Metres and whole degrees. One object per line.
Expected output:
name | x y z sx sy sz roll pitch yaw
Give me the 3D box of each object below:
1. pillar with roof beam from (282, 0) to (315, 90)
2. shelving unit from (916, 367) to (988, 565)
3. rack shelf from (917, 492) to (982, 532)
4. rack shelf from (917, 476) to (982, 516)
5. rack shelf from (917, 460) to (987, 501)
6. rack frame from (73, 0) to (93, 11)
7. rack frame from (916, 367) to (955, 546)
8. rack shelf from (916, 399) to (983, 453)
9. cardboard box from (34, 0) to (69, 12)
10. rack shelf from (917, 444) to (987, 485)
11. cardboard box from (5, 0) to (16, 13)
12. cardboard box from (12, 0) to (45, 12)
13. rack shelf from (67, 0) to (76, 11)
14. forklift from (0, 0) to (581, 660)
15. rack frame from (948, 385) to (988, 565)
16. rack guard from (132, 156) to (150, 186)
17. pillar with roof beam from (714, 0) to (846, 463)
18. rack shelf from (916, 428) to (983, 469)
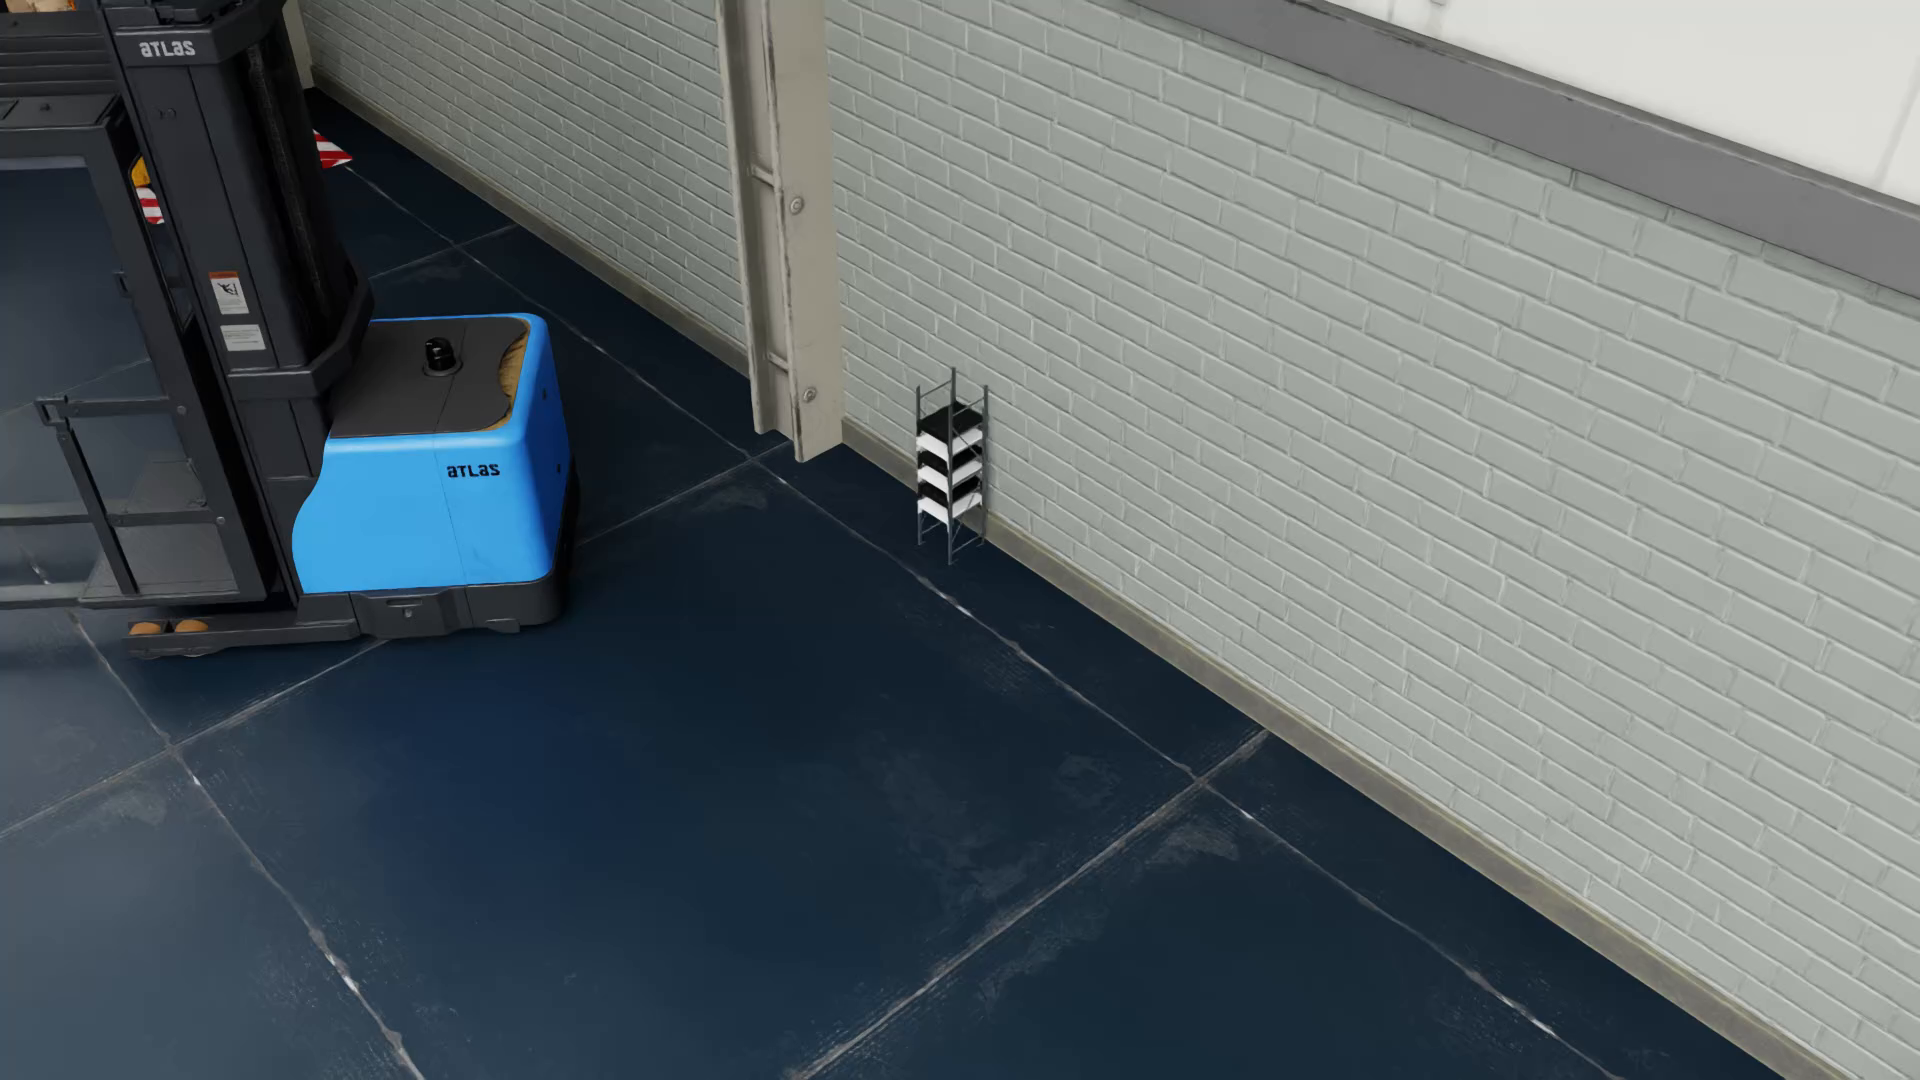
pillar with roof beam | -8.056 -4.995 6.980 9.100 9.000 0.400 -30 48 -32
shelving unit | -0.038 -0.331 7.650 0.210 0.900 0.258 32 49 33
rack shelf | -0.039 -0.165 7.784 0.200 0.077 0.258 32 49 33
rack shelf | -0.038 -0.235 7.727 0.200 0.077 0.258 32 49 33
rack shelf | -0.038 -0.305 7.671 0.200 0.077 0.258 32 49 33
rack frame | -5.078 -3.785 10.257 1.000 3.000 0.127 -30 48 -32
rack frame | -0.110 -0.376 7.706 0.006 0.900 0.240 32 49 33
rack shelf | -0.037 -0.515 7.502 0.200 0.077 0.258 32 49 33
cardboard box | -5.619 -3.348 10.775 0.500 0.250 0.500 -28 47 -30
rack shelf | -0.038 -0.375 7.615 0.200 0.077 0.258 32 49 33
cardboard box | -6.318 -3.811 11.348 0.500 0.250 0.500 -29 47 -31
cardboard box | -5.969 -3.582 11.064 0.500 0.250 0.500 -29 47 -31
rack shelf | -6.431 -4.431 11.629 1.077 0.370 4.000 -30 48 -32
forklift | -3.325 -0.963 6.817 3.031 2.935 1.130 -3 39 -4
rack frame | 0.034 -0.286 7.594 0.006 0.900 0.240 32 49 33
rack guard | -5.062 -2.801 11.029 1.175 0.500 0.348 -30 48 -32
pillar with roof beam | -3.998 -2.218 3.542 9.100 9.000 0.400 -30 48 -32
rack shelf | -0.037 -0.445 7.558 0.200 0.077 0.258 32 49 33
